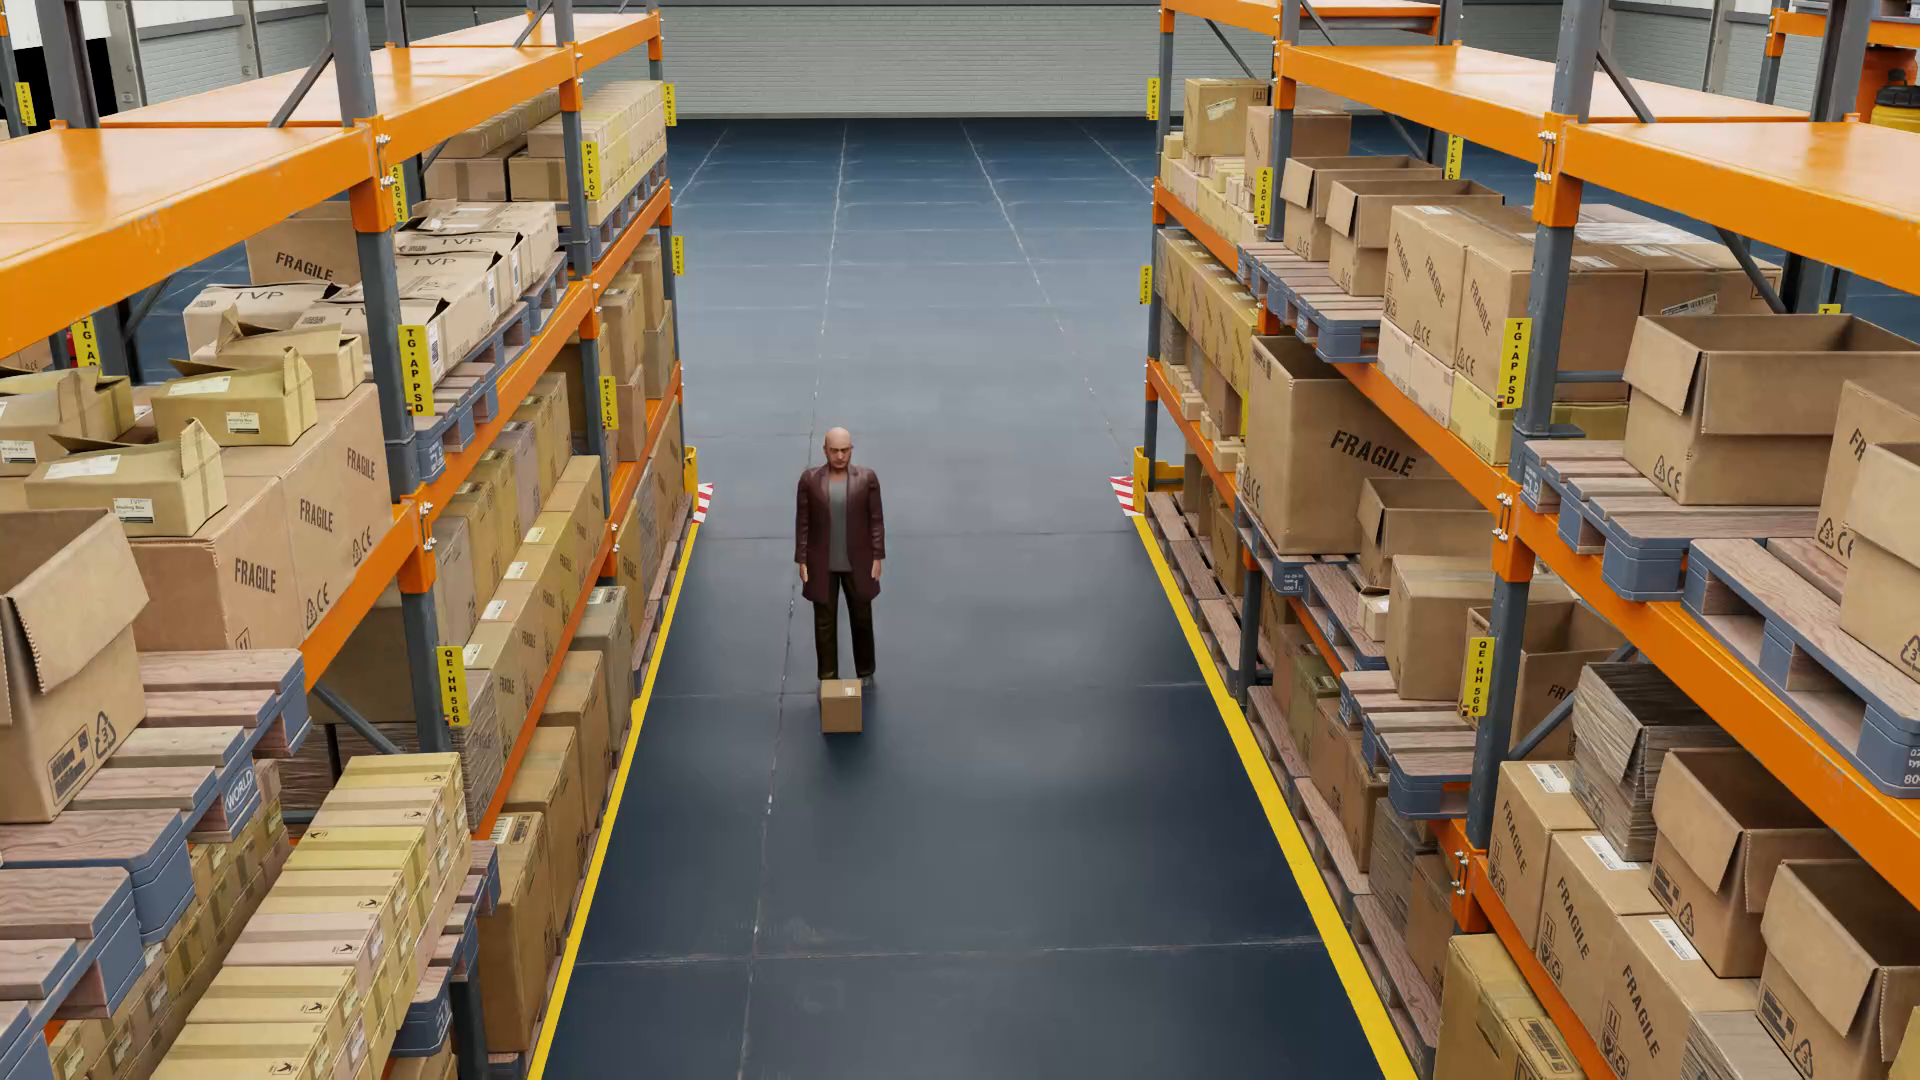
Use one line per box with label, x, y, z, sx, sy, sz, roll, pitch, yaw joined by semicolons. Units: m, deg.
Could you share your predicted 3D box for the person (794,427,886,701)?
person;-0.772;0.184;10.709;0.588;1.862;0.534;-1;20;-2
